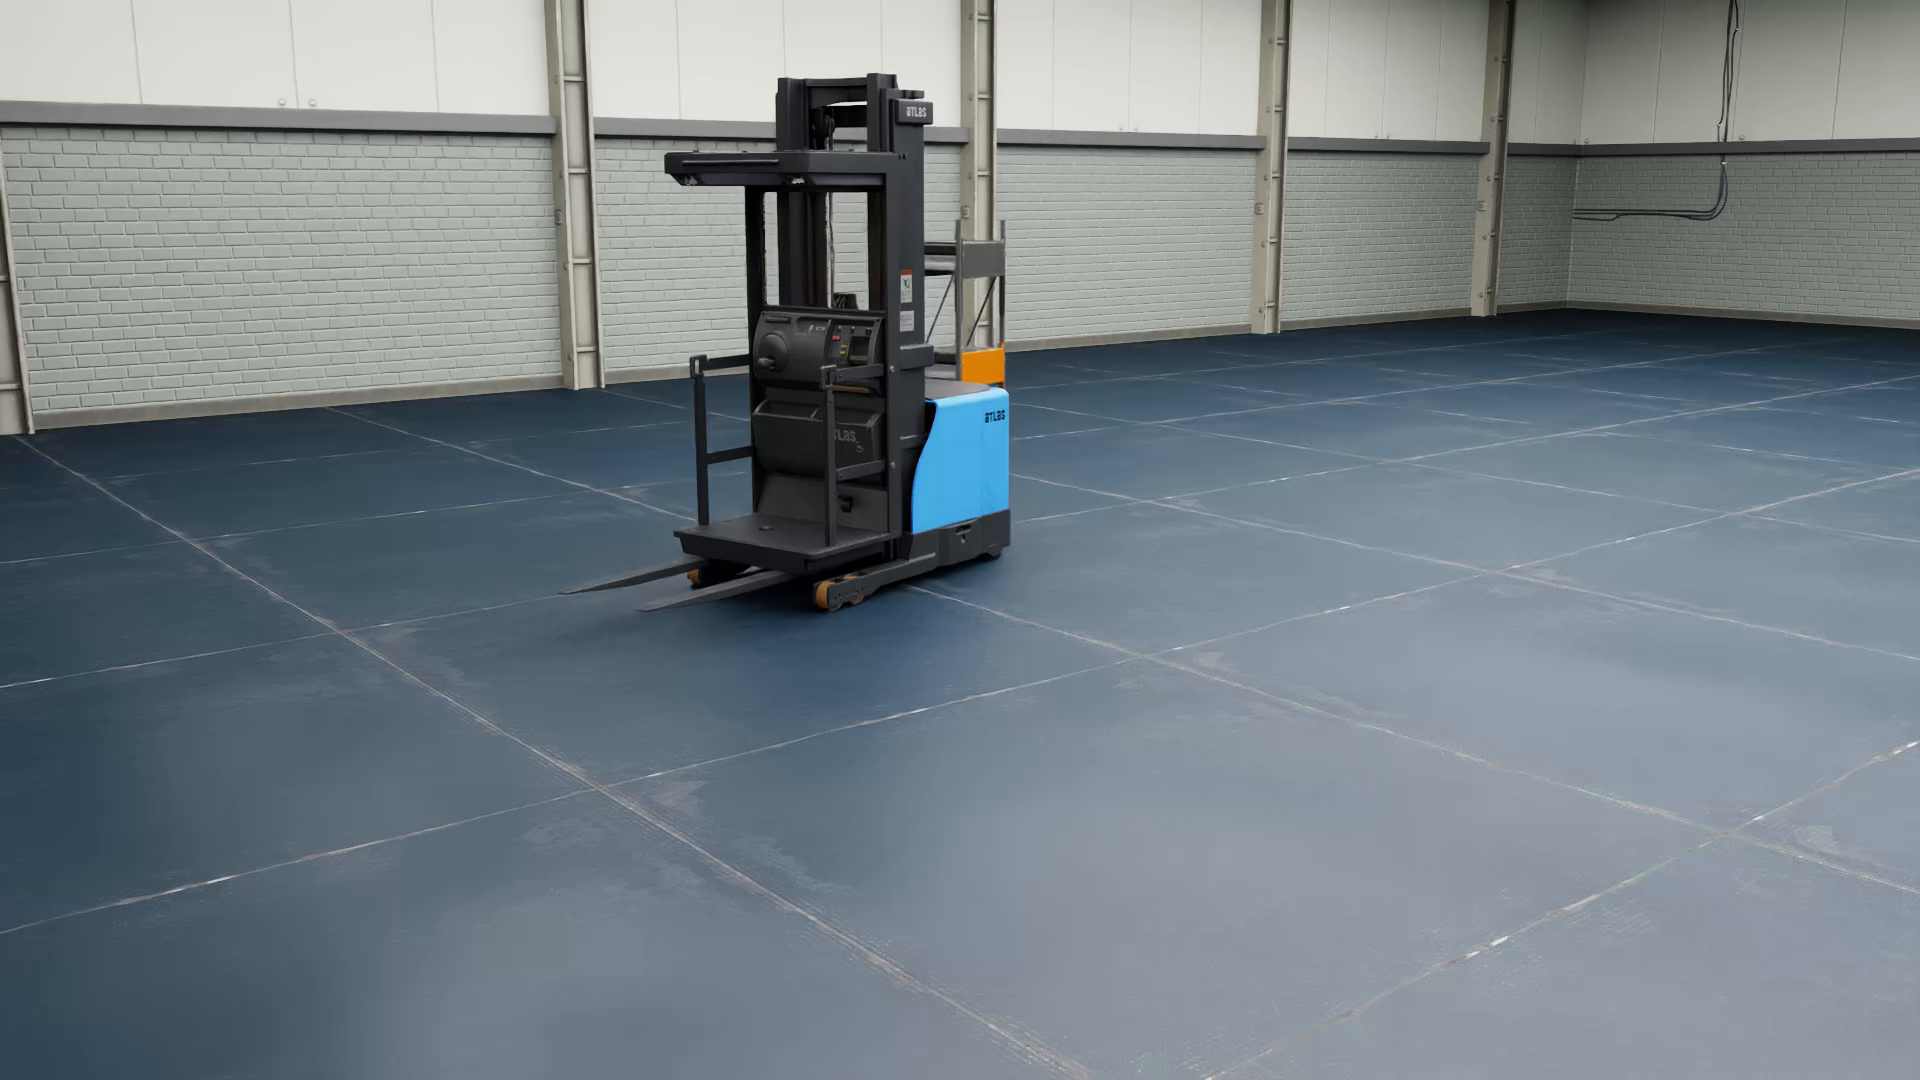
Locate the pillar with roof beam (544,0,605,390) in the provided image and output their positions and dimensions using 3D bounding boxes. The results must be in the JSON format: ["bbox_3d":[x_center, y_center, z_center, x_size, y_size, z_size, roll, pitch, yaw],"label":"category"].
[{"bbox_3d":[-1.742,-5.503,15.381,0.400,9.000,9.100,-9,15,-38],"label":"pillar with roof beam"}]

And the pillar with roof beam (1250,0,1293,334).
[{"bbox_3d":[7.629,-7.060,22.714,0.400,9.000,9.100,-9,15,-38],"label":"pillar with roof beam"}]

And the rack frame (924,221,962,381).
[{"bbox_3d":[-0.155,-1.020,10.878,0.400,2.100,0.015,9,15,36],"label":"rack frame"}]

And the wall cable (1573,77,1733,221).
[{"bbox_3d":[12.751,-7.186,30.781,0.112,2.526,3.097,-9,15,-38],"label":"wall cable"}]

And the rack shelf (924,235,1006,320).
[{"bbox_3d":[-0.010,-1.732,10.927,0.431,0.518,0.480,9,15,36],"label":"rack shelf"}]

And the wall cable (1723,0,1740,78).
[{"bbox_3d":[14.441,-9.218,28.190,0.112,2.526,3.097,-9,15,-38],"label":"wall cable"}]

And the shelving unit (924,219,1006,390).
[{"bbox_3d":[-0.010,-1.061,11.069,0.431,2.100,0.503,9,15,36],"label":"shelving unit"}]

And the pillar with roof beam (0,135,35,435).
[{"bbox_3d":[-6.427,-4.725,11.714,0.400,9.000,9.100,-9,15,-38],"label":"pillar with roof beam"}]

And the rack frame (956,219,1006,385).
[{"bbox_3d":[0.136,-1.102,11.261,0.400,2.100,0.015,9,15,36],"label":"rack frame"}]

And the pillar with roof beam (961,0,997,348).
[{"bbox_3d":[2.944,-6.282,19.047,0.400,9.000,9.100,-9,15,-38],"label":"pillar with roof beam"}]

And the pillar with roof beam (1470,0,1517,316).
[{"bbox_3d":[12.314,-7.839,26.380,0.400,9.000,9.100,-9,15,-38],"label":"pillar with roof beam"}]

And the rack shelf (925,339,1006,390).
[{"bbox_3d":[-0.010,-1.047,11.072,0.431,0.518,0.480,9,15,36],"label":"rack shelf"}]

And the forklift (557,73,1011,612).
[{"bbox_3d":[-0.958,-1.153,9.503,1.130,2.935,3.031,9,15,36],"label":"forklift"}]
